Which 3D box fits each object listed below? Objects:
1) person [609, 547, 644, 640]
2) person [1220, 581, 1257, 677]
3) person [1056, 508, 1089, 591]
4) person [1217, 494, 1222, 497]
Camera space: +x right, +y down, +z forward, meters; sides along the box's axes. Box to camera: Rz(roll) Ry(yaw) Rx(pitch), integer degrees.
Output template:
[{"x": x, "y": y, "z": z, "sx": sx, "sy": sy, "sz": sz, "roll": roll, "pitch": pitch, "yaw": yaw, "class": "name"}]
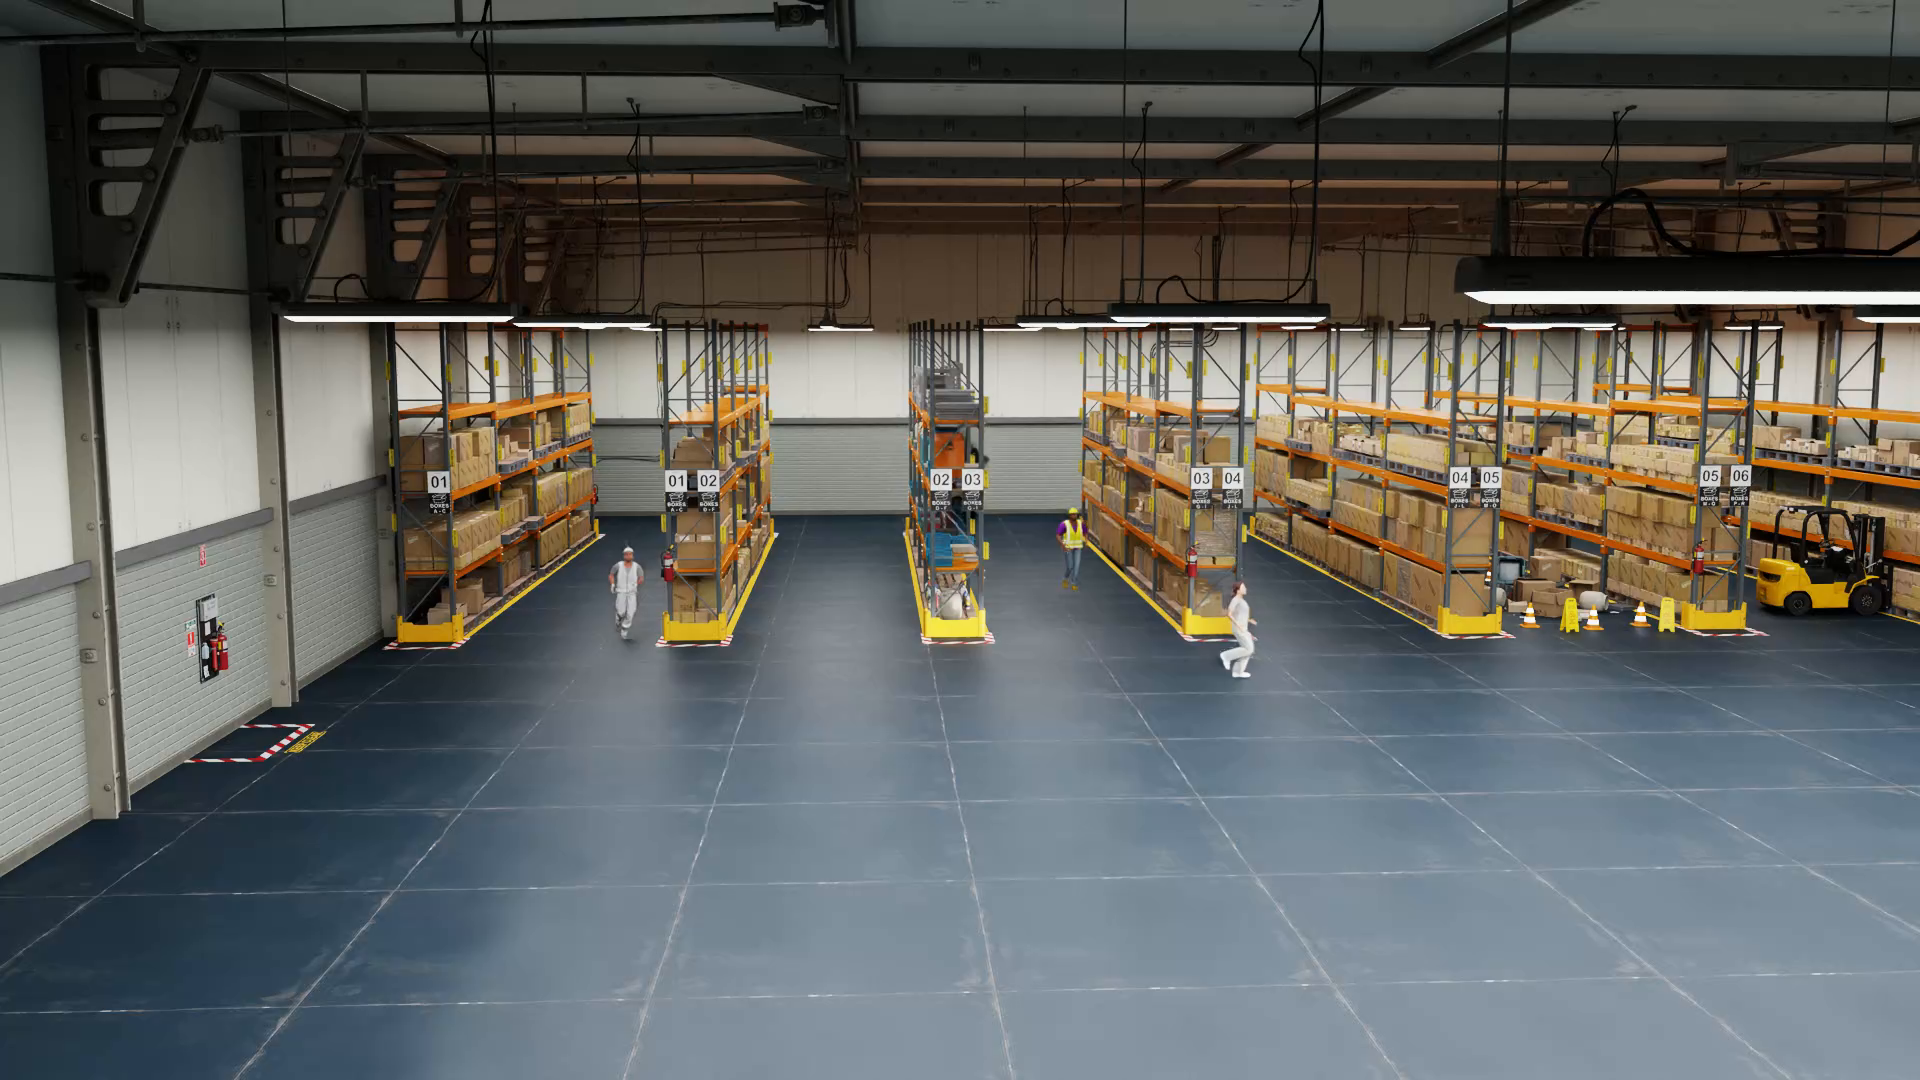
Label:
[{"x": -6.258, "y": 1.007, "z": 31.306, "sx": 0.643, "sy": 1.736, "sz": 0.568, "roll": -2, "pitch": 7, "yaw": -17, "class": "person"}, {"x": 4.663, "y": 1.493, "z": 27.814, "sx": 0.569, "sy": 1.621, "sz": 0.564, "roll": 3, "pitch": 8, "yaw": 21, "class": "person"}, {"x": 2.417, "y": 0.185, "z": 35.564, "sx": 0.724, "sy": 1.756, "sz": 0.598, "roll": -2, "pitch": 7, "yaw": -14, "class": "person"}, {"x": 7.265, "y": -1.052, "z": 48.371, "sx": 0.611, "sy": 1.594, "sz": 0.687, "roll": -5, "pitch": 9, "yaw": -34, "class": "person"}]
